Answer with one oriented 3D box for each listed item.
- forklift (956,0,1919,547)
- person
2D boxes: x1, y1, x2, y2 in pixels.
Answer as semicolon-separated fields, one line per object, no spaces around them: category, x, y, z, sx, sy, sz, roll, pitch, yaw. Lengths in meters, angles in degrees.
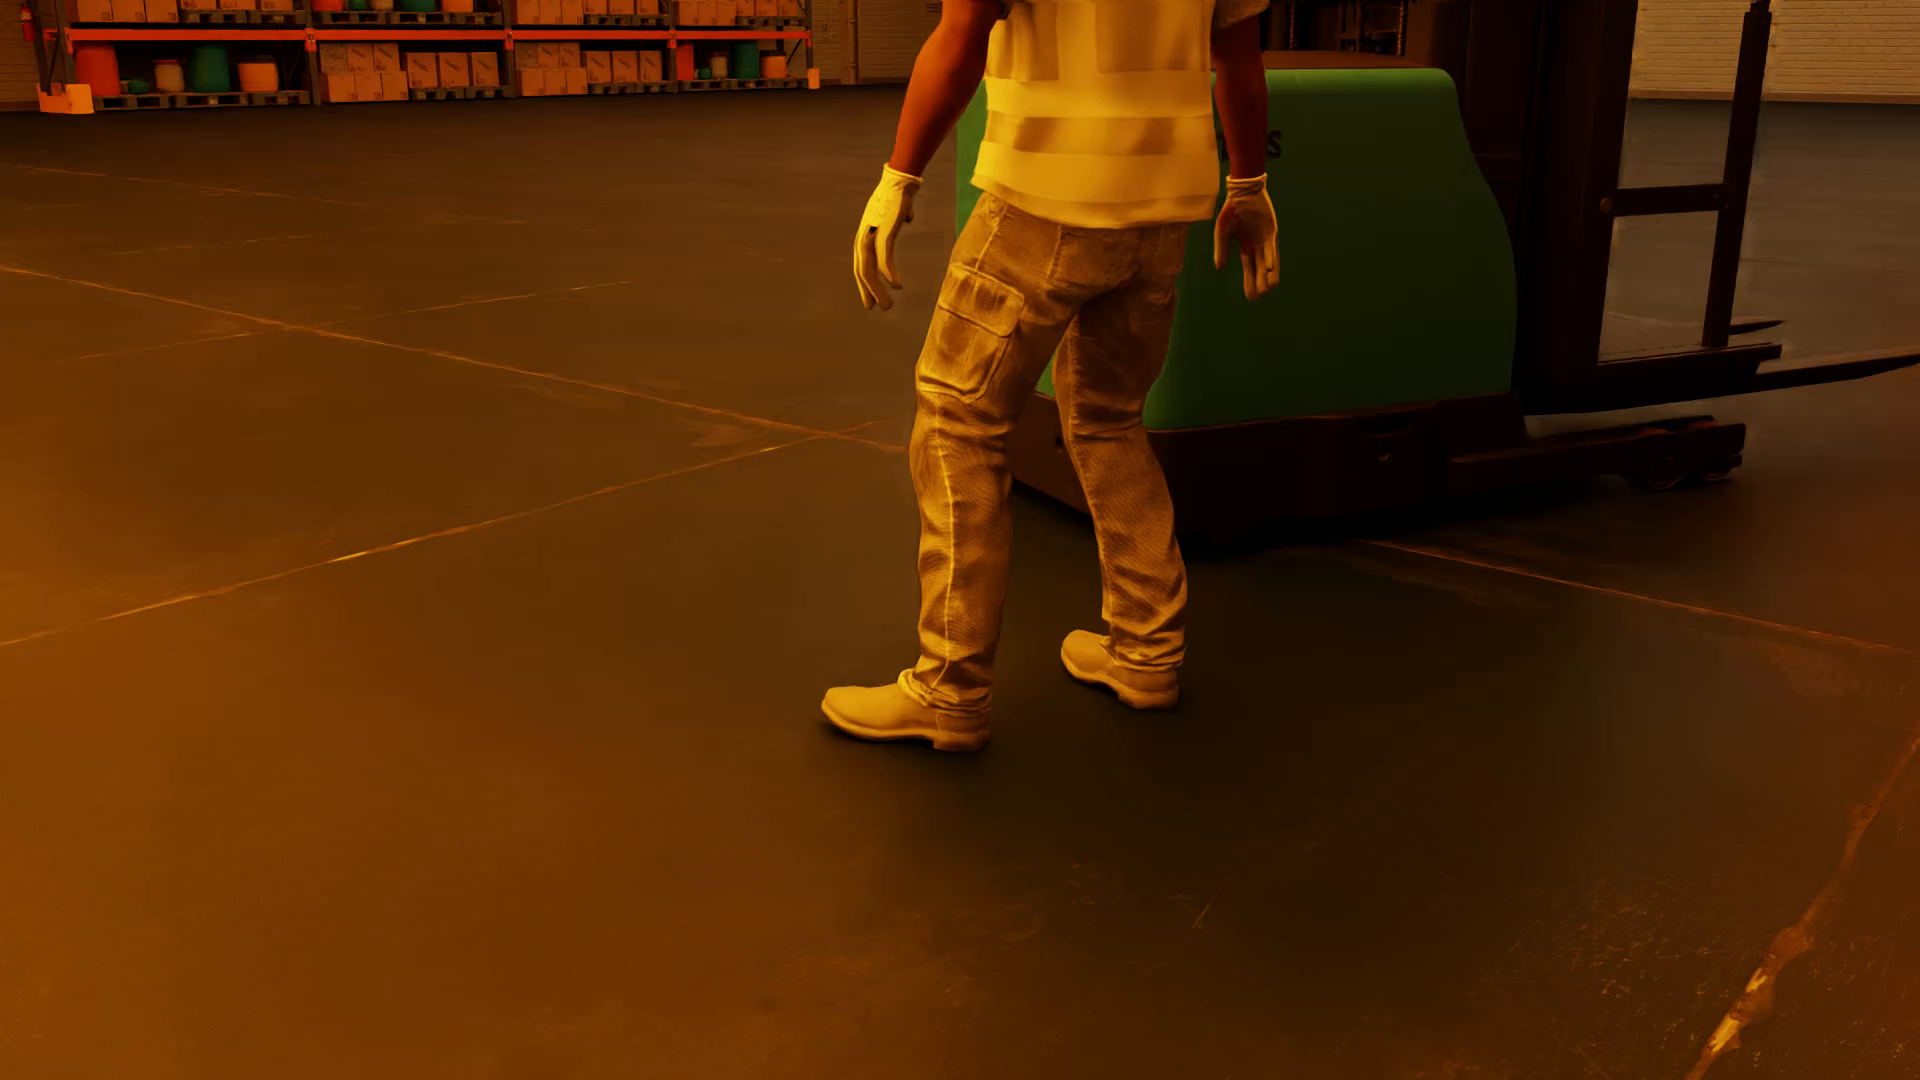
forklift;1.532;-1.662;4.370;3.031;2.935;1.130;-8;19;-25
person;0.175;-0.560;2.774;0.840;1.751;0.426;-14;22;-39
